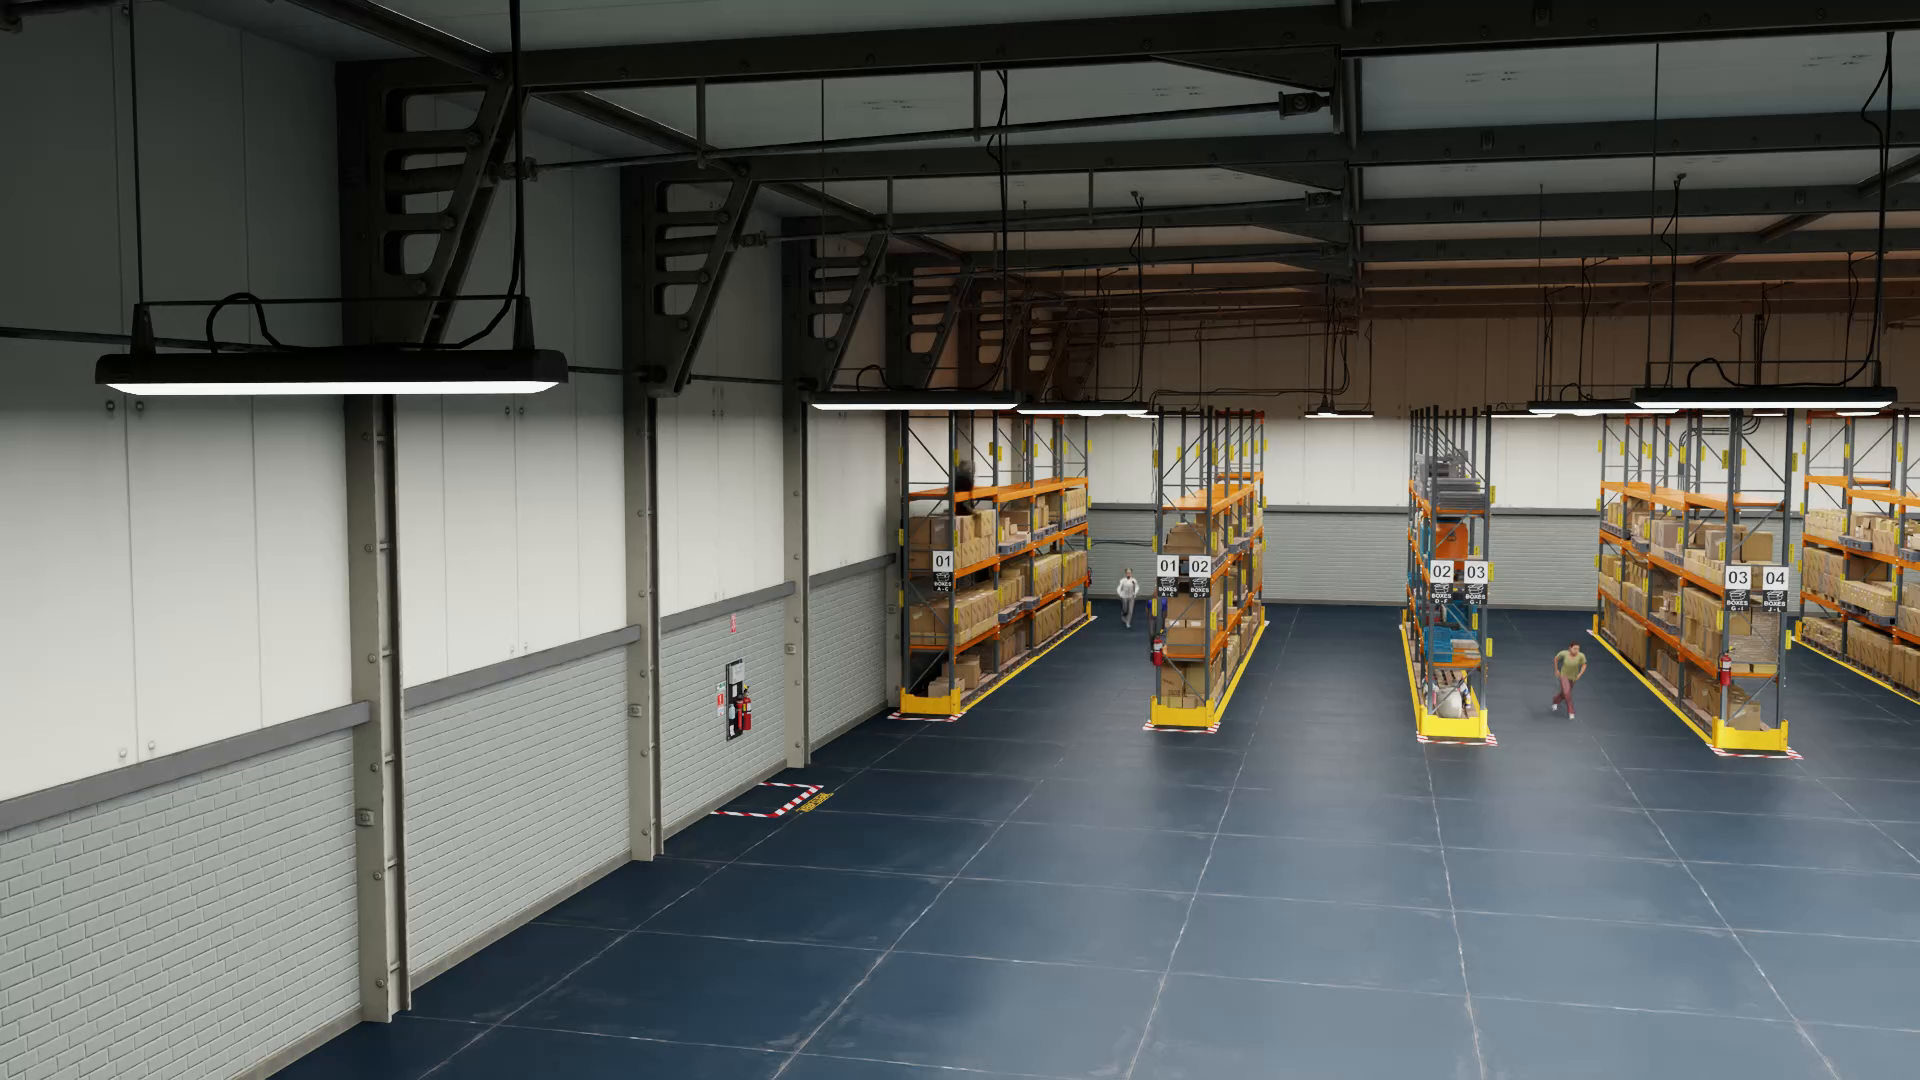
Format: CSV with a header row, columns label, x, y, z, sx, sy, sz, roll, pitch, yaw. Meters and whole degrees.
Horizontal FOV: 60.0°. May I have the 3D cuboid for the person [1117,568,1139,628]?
label,x,y,z,sx,sy,sz,roll,pitch,yaw
person,4.670,1.600,46.107,0.615,1.642,0.639,0,4,-2

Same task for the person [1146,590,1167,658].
label,x,y,z,sx,sy,sz,roll,pitch,yaw
person,4.762,2.032,40.224,0.562,1.700,0.718,1,4,11

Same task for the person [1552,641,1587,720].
label,x,y,z,sx,sy,sz,roll,pitch,yaw
person,11.768,2.658,32.225,0.574,1.522,1.037,0,4,2
